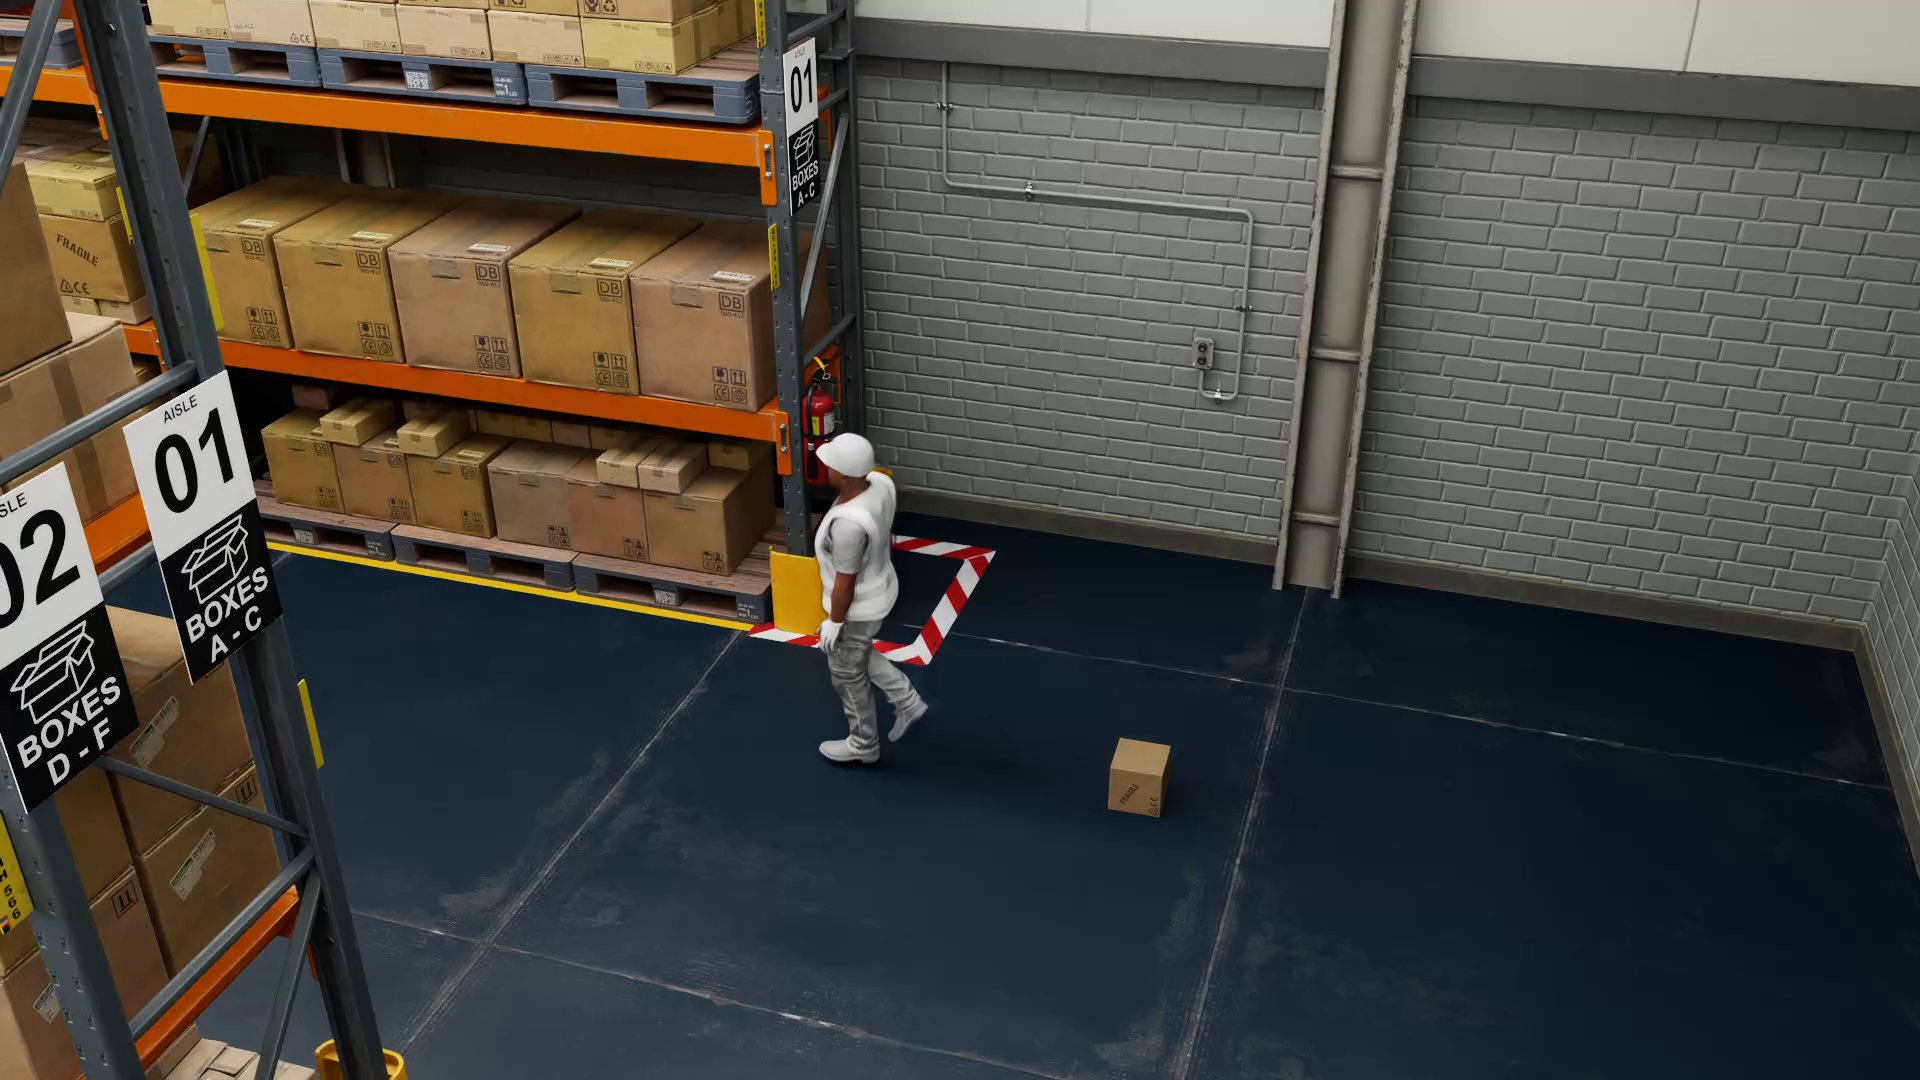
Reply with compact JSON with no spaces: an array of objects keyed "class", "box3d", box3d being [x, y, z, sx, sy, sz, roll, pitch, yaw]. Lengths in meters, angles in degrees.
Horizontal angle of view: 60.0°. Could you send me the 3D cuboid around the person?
[{"class":"person","box3d":[-0.433,0.293,7.904,0.526,1.777,0.563,6,30,12]}]
